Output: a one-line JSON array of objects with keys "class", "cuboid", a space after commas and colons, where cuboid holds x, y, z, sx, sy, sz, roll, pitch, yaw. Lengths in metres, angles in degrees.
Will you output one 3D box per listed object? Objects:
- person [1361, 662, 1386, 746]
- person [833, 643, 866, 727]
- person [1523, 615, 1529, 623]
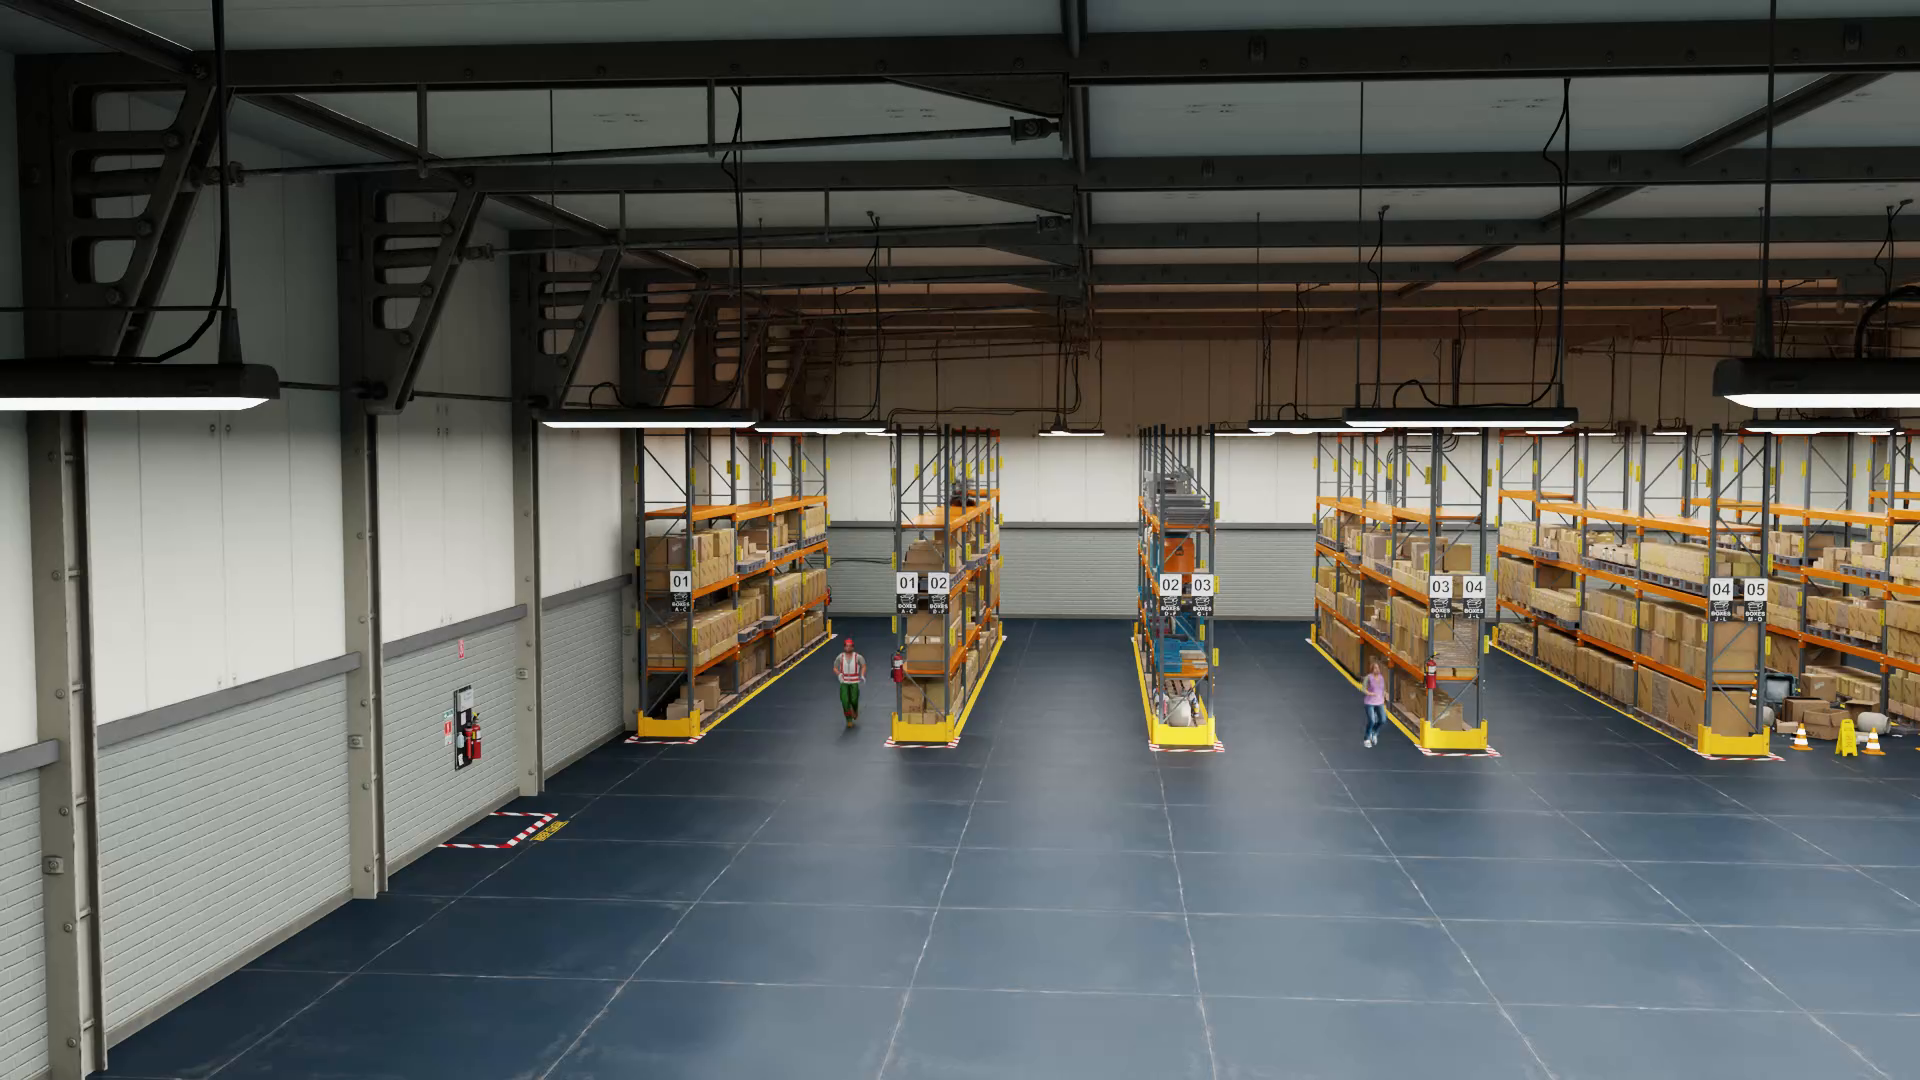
[{"class": "person", "cuboid": [7.720, 3.056, 30.865, 0.544, 1.576, 0.532, -1, 4, -14]}, {"class": "person", "cuboid": [-2.201, 2.866, 33.072, 0.655, 1.694, 0.564, 0, 3, 0]}, {"class": "person", "cuboid": [16.185, 1.991, 47.252, 0.719, 1.704, 0.531, -3, 5, -44]}]
